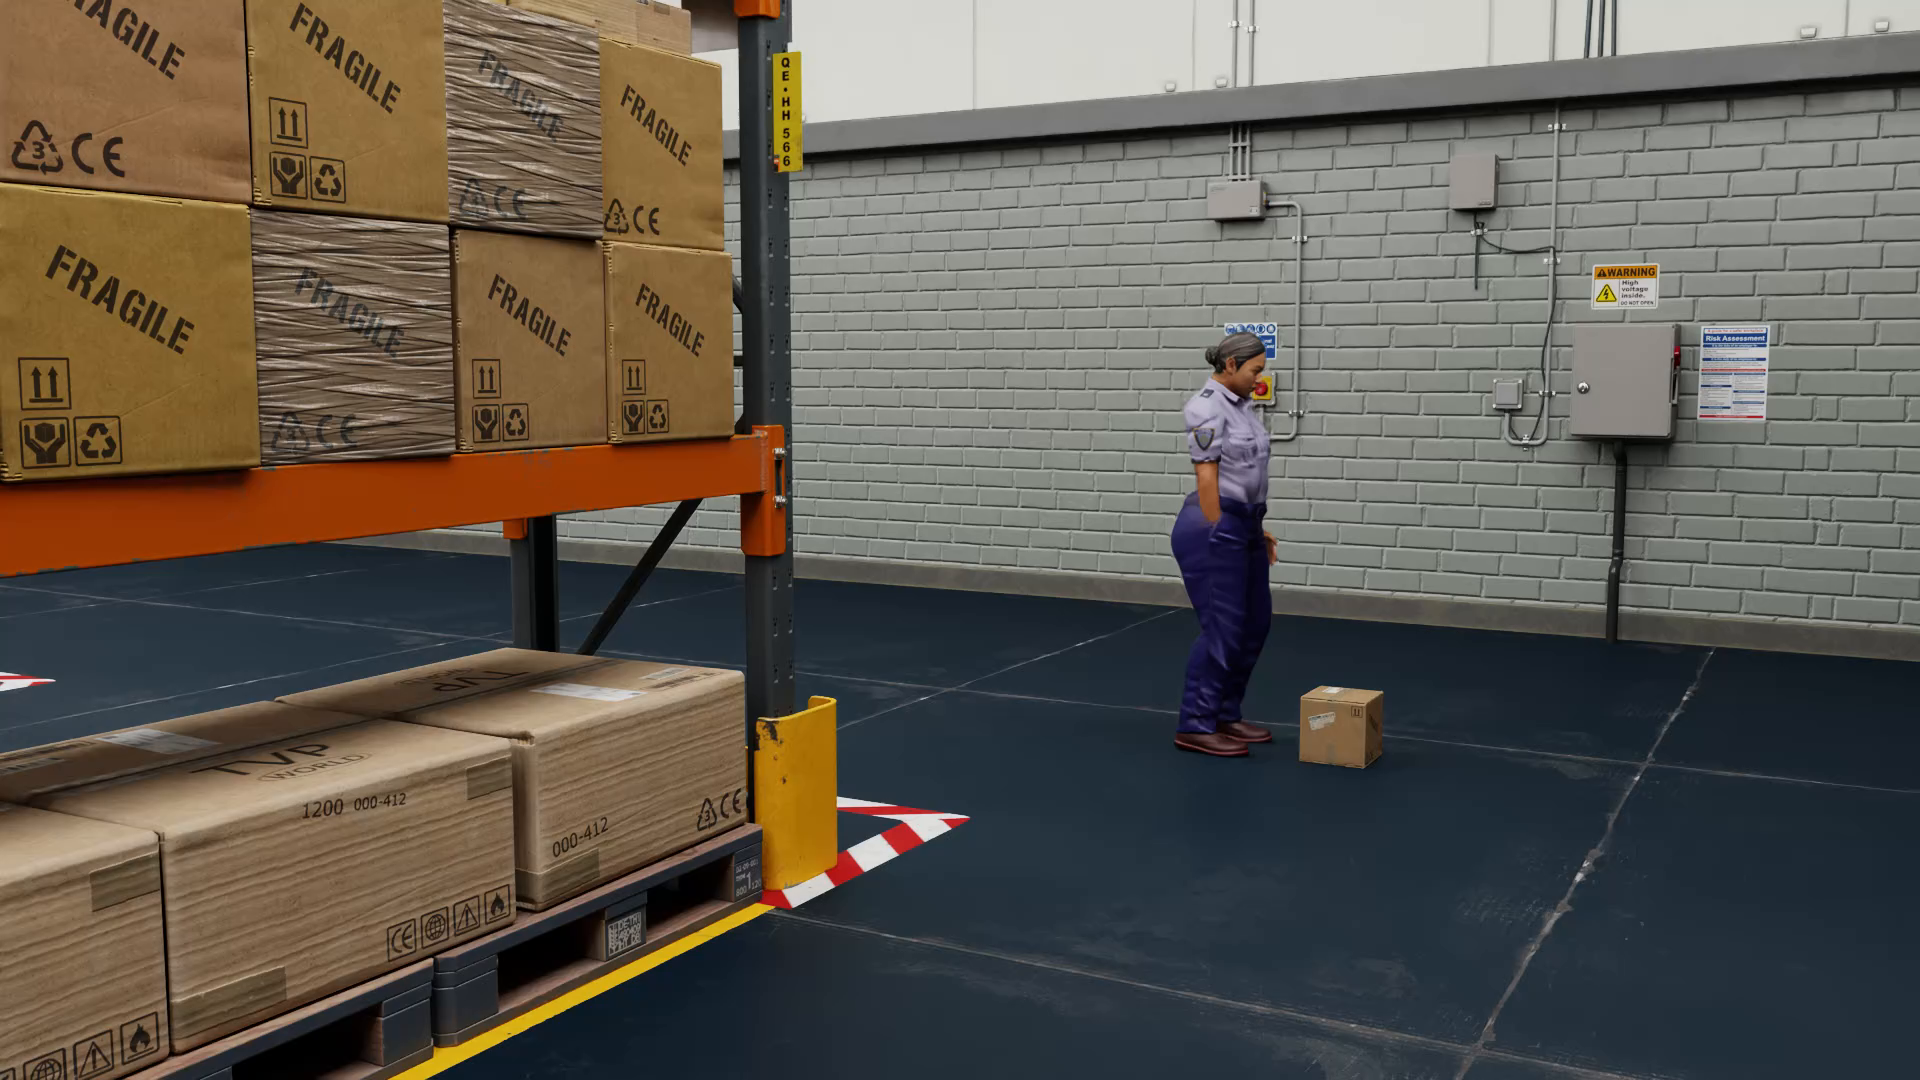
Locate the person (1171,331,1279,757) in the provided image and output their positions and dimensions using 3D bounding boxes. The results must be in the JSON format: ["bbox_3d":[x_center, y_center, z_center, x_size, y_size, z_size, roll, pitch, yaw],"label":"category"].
[{"bbox_3d":[1.041,0.002,6.535,0.342,1.634,0.480,3,7,30],"label":"person"}]
